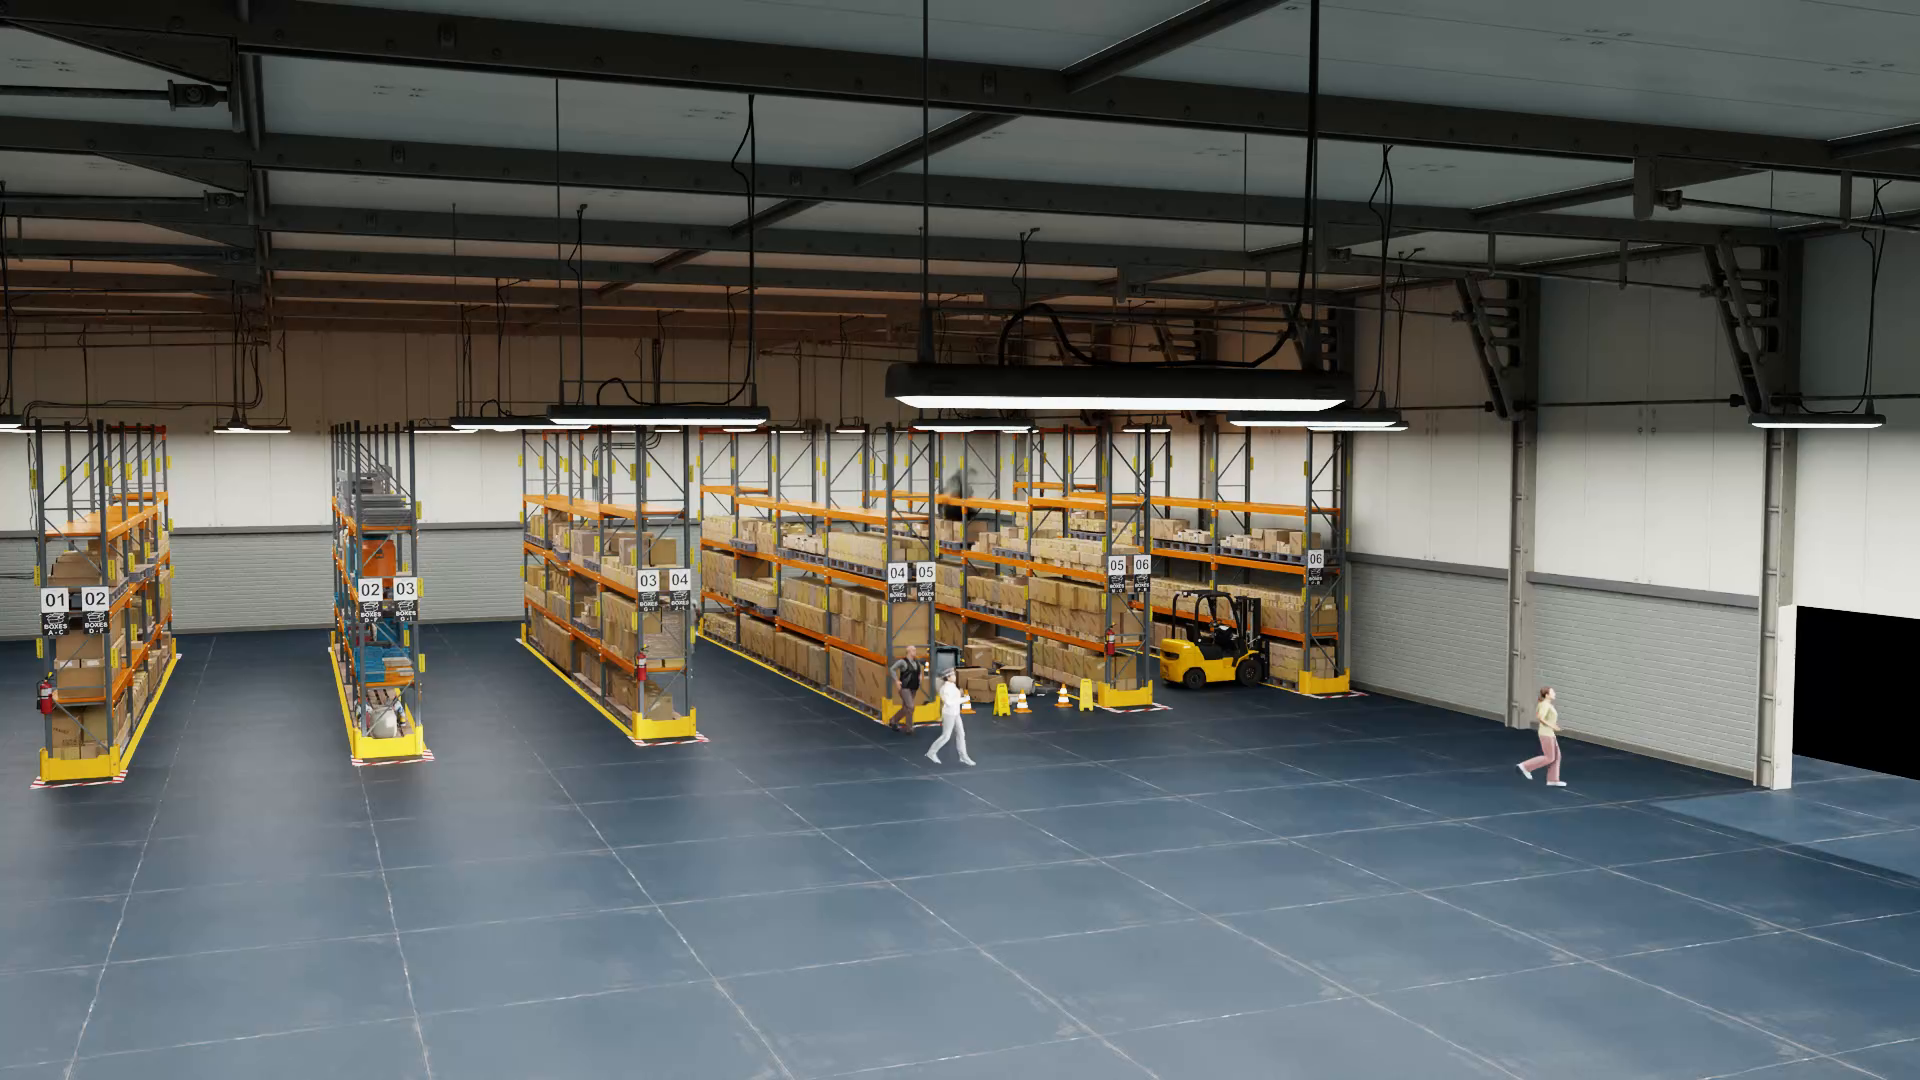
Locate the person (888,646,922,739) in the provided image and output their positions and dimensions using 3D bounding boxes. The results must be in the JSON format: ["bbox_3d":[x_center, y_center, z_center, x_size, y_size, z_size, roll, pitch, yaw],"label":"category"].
[{"bbox_3d":[-1.004,2.903,31.854,0.838,1.767,0.673,3,5,38],"label":"person"}]

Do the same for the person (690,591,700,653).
[{"bbox_3d":[-7.204,2.170,44.173,0.586,1.674,0.776,-2,4,-25],"label":"person"}]

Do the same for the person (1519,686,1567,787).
[{"bbox_3d":[9.545,3.195,27.210,0.752,1.643,0.577,1,4,17],"label":"person"}]

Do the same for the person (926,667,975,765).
[{"bbox_3d":[-0.160,3.046,28.785,0.852,1.708,0.605,1,4,14],"label":"person"}]
